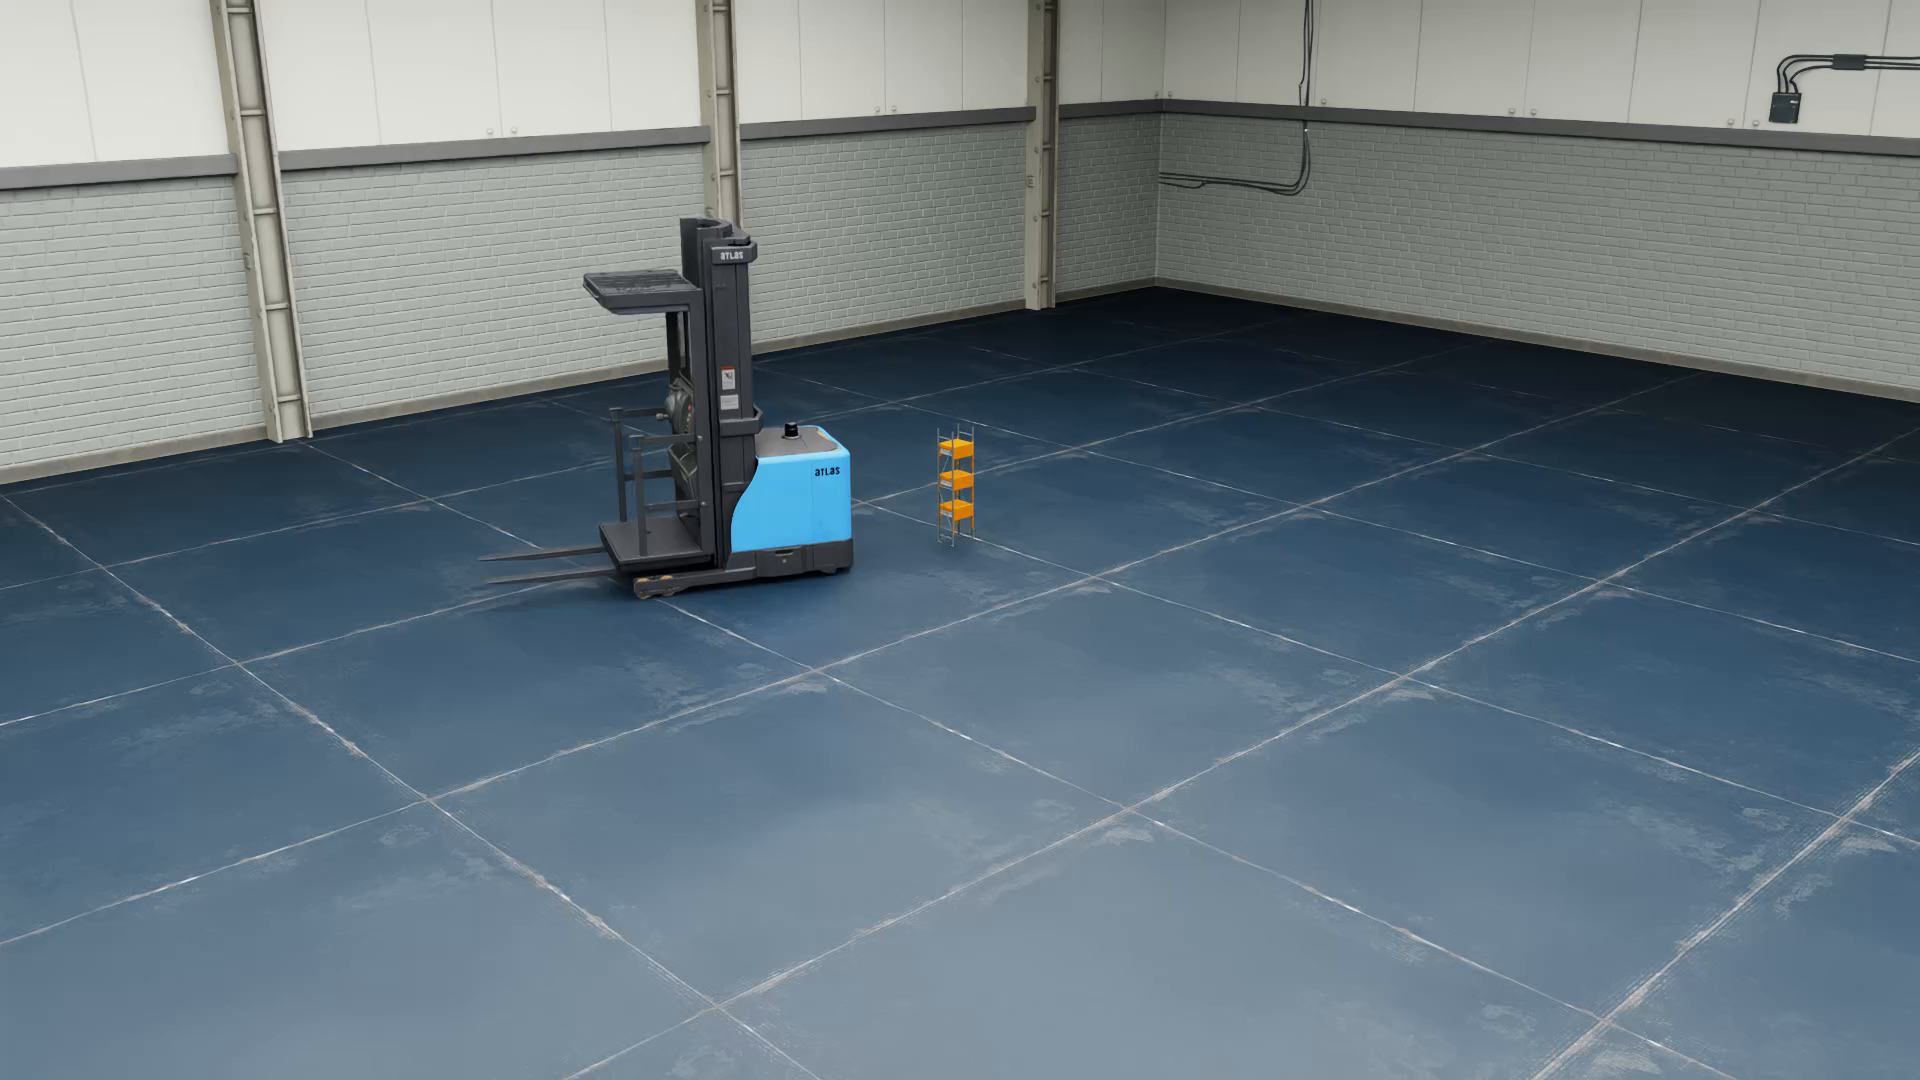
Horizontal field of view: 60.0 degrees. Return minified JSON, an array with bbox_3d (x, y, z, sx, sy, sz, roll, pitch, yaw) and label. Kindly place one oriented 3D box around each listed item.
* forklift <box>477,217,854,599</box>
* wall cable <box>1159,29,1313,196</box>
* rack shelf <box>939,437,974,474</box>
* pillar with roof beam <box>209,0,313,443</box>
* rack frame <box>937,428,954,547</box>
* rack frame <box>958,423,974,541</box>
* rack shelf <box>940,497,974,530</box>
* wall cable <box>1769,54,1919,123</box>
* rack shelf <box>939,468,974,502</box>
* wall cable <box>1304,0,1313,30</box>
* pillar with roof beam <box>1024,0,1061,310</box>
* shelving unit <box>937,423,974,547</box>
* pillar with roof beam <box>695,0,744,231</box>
[{"bbox_3d":[-2.477,-1.099,13.621,3.031,2.935,1.130,-6,19,-19],"label":"forklift"},{"bbox_3d":[4.313,-6.817,26.454,0.112,2.526,3.097,-16,24,-41],"label":"wall cable"},{"bbox_3d":[-0.039,-0.748,14.704,0.240,0.259,0.215,-16,24,-41],"label":"rack shelf"},{"bbox_3d":[-4.498,-4.458,14.145,0.400,9.000,9.100,-16,24,-41],"label":"pillar with roof beam"},{"bbox_3d":[-0.128,-0.462,14.708,0.008,1.050,0.200,-16,24,-41],"label":"rack frame"},{"bbox_3d":[0.050,-0.514,14.868,0.008,1.050,0.200,-16,24,-41],"label":"rack frame"},{"bbox_3d":[-0.039,-0.214,14.877,0.240,0.259,0.215,-16,24,-41],"label":"rack shelf"},{"bbox_3d":[10.824,-7.781,18.878,0.169,6.003,2.305,-16,24,-41],"label":"wall cable"},{"bbox_3d":[-0.039,-0.478,14.791,0.240,0.259,0.215,-16,24,-41],"label":"rack shelf"},{"bbox_3d":[6.171,-8.613,23.805,0.112,2.526,3.097,-16,24,-41],"label":"wall cable"},{"bbox_3d":[4.221,-7.001,21.988,0.400,9.000,9.100,-16,24,-41],"label":"pillar with roof beam"},{"bbox_3d":[-0.039,-0.488,14.788,0.252,1.050,0.215,-16,24,-41],"label":"shelving unit"},{"bbox_3d":[-0.138,-5.730,18.066,0.400,9.000,9.100,-16,24,-41],"label":"pillar with roof beam"}]
